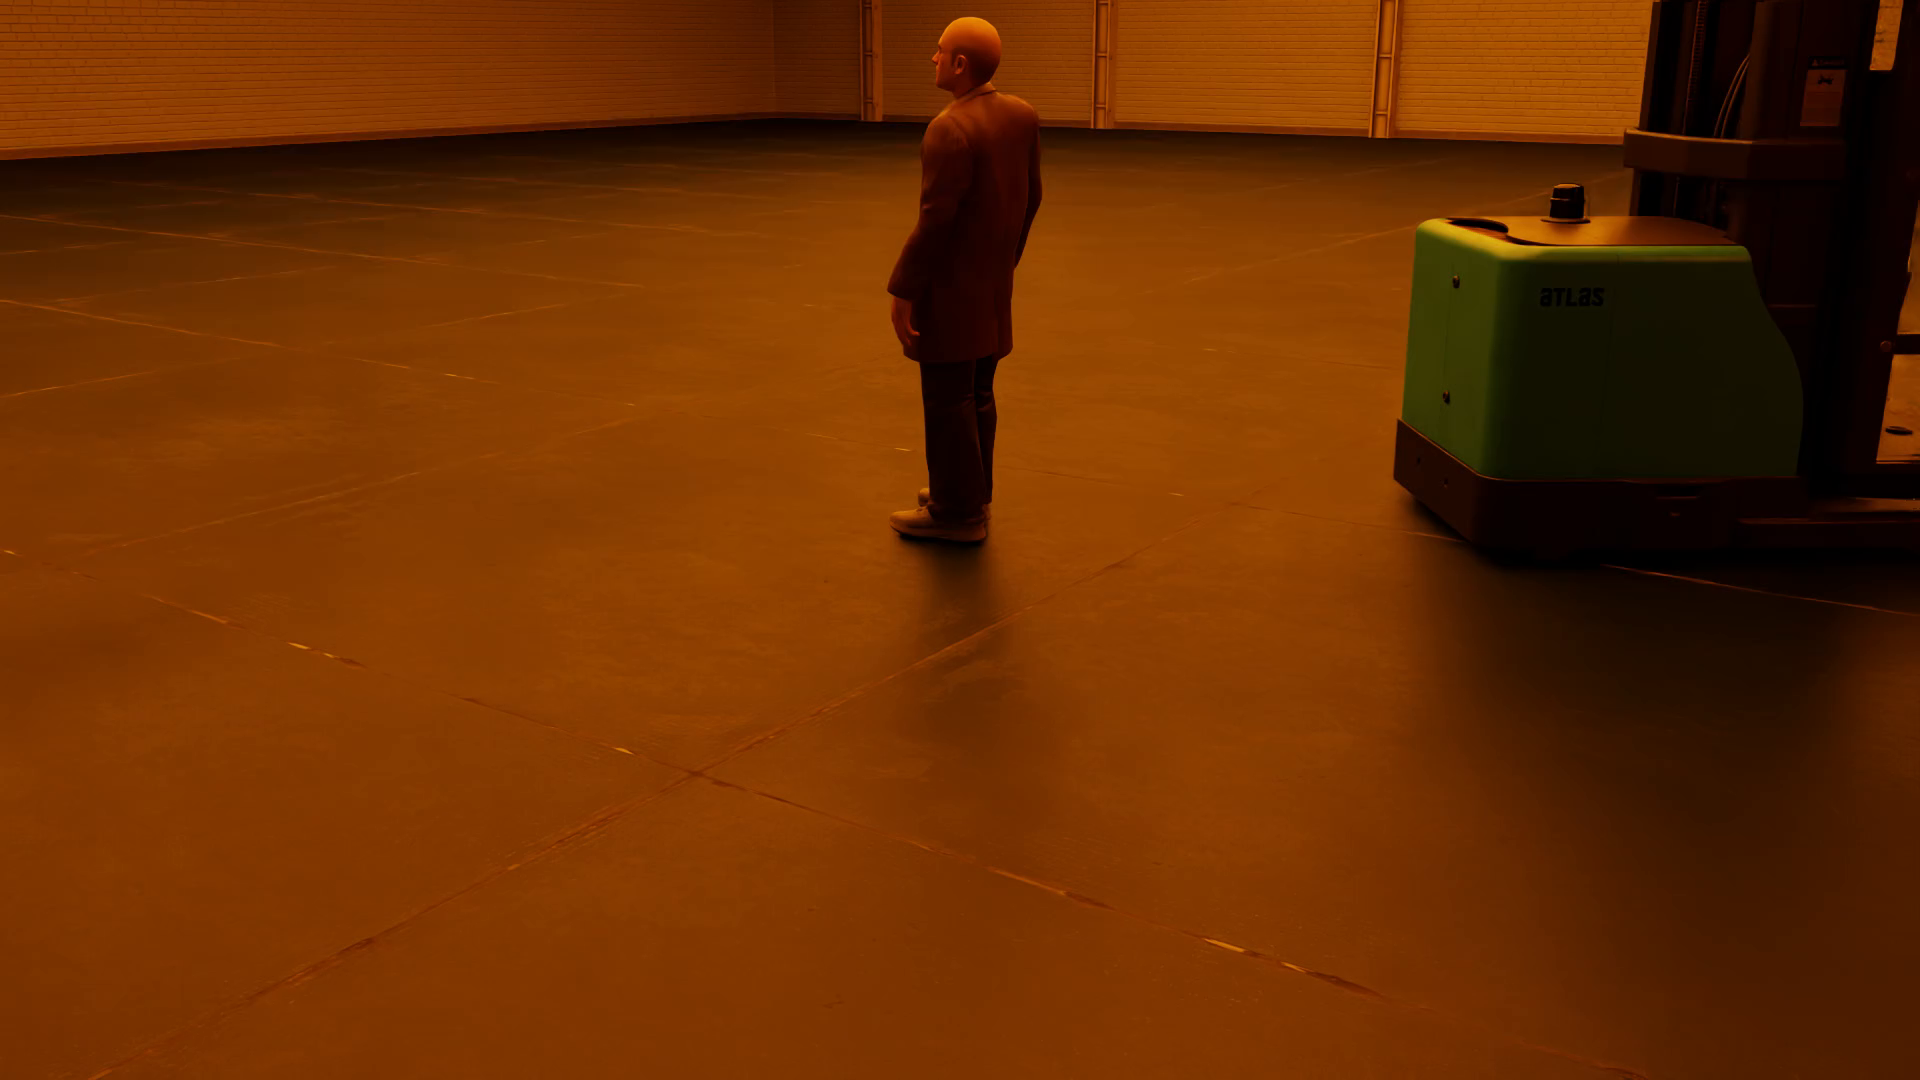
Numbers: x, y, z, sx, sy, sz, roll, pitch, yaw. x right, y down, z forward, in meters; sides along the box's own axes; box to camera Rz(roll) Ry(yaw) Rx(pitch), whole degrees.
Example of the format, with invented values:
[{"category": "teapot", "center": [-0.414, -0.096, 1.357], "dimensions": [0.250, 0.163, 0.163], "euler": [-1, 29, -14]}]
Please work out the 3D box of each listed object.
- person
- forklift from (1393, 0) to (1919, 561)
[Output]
[{"category": "person", "center": [-0.072, -0.874, 5.745], "dimensions": [0.582, 1.776, 0.694], "euler": [11, 20, 33]}, {"category": "forklift", "center": [3.229, -1.474, 5.763], "dimensions": [3.031, 2.935, 1.130], "euler": [-1, 17, -3]}]
